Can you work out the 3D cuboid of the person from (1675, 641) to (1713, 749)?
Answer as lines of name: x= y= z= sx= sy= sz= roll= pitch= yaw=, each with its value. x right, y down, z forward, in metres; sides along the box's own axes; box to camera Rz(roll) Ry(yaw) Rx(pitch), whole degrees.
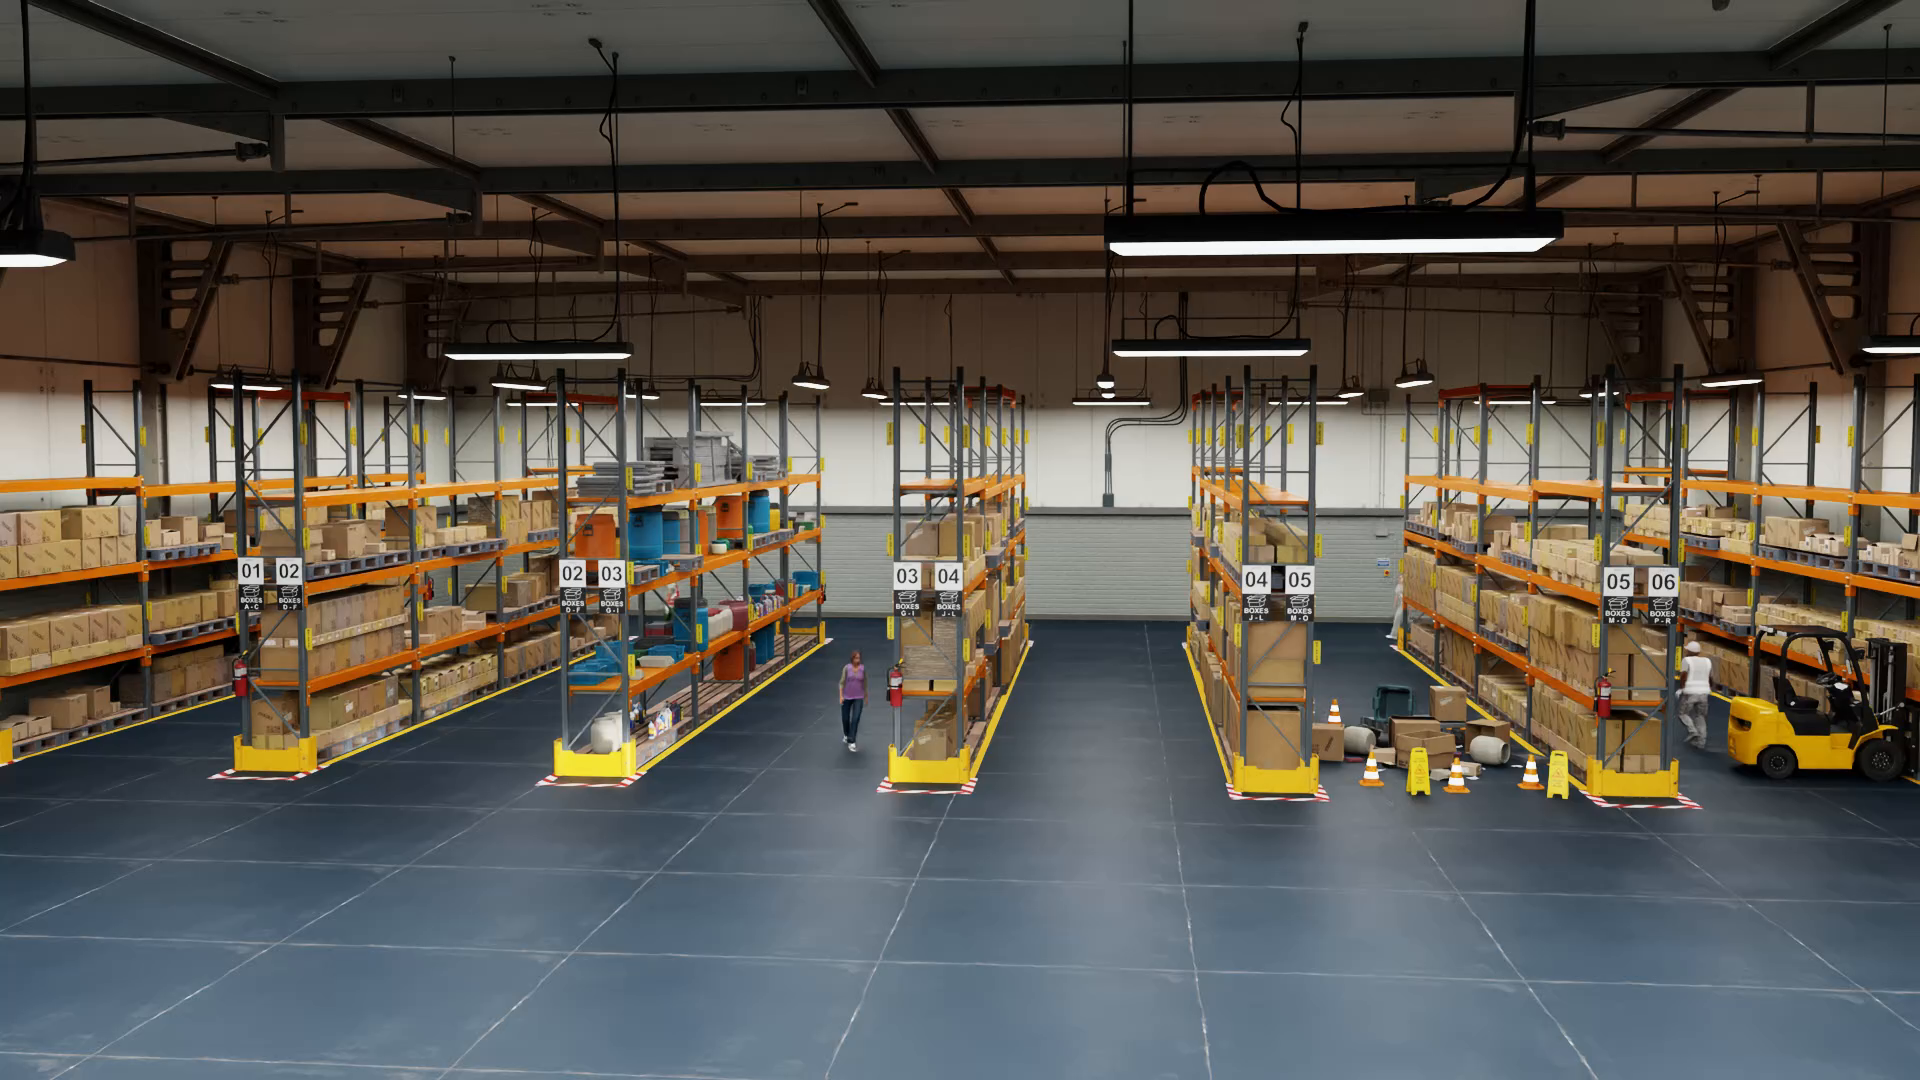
person: x=11.909 y=2.498 z=26.953 sx=0.647 sy=1.673 sz=0.788 roll=0 pitch=4 yaw=6

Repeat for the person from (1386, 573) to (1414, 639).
person: x=10.980 y=1.627 z=41.108 sx=1.004 sy=1.628 sz=0.435 roll=-1 pitch=4 yaw=-11

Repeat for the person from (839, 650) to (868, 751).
person: x=-1.708 y=2.563 z=26.779 sx=0.504 sy=1.575 sz=0.738 roll=-1 pitch=4 yaw=-12

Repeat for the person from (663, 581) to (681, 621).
person: x=-6.891 y=1.626 z=40.095 sx=0.848 sy=1.771 sz=0.499 roll=-2 pitch=4 yaw=-30
